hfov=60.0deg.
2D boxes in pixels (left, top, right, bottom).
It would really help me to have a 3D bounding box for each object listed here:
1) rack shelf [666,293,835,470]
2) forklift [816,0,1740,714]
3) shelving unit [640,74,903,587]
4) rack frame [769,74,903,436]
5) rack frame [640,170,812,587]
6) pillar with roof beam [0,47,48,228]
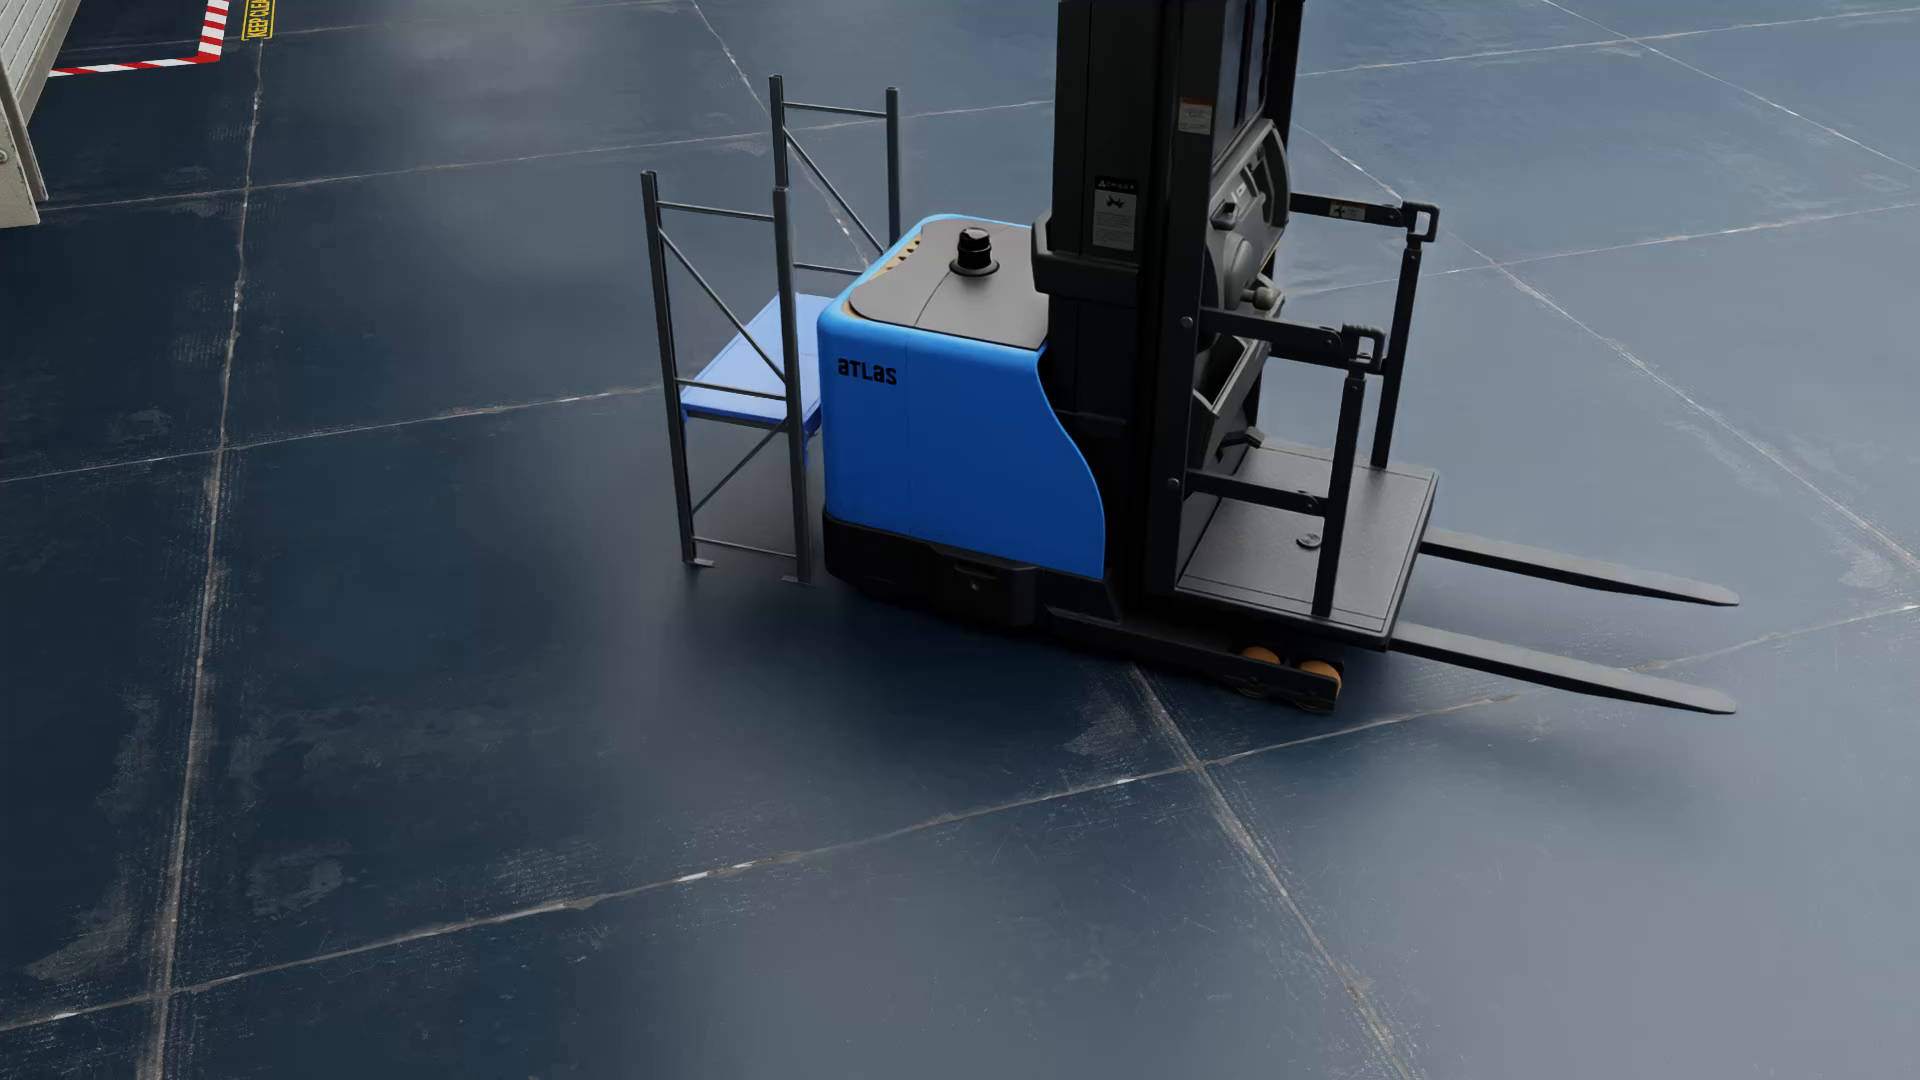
[{"bbox_3d":[-0.618,-0.624,6.161,0.538,0.185,1.000,10,35,15],"label":"rack shelf"},{"bbox_3d":[1.081,-0.997,5.101,3.031,2.935,1.130,13,36,18],"label":"forklift"},{"bbox_3d":[-0.618,-0.775,6.062,0.538,1.500,1.048,10,35,15],"label":"shelving unit"},{"bbox_3d":[-0.460,-1.041,6.465,0.500,1.500,0.032,10,35,15],"label":"rack frame"},{"bbox_3d":[-0.777,-0.508,5.659,0.500,1.500,0.032,10,35,15],"label":"rack frame"},{"bbox_3d":[-0.969,-6.224,7.507,9.100,9.000,0.400,-10,35,-15],"label":"pillar with roof beam"}]
